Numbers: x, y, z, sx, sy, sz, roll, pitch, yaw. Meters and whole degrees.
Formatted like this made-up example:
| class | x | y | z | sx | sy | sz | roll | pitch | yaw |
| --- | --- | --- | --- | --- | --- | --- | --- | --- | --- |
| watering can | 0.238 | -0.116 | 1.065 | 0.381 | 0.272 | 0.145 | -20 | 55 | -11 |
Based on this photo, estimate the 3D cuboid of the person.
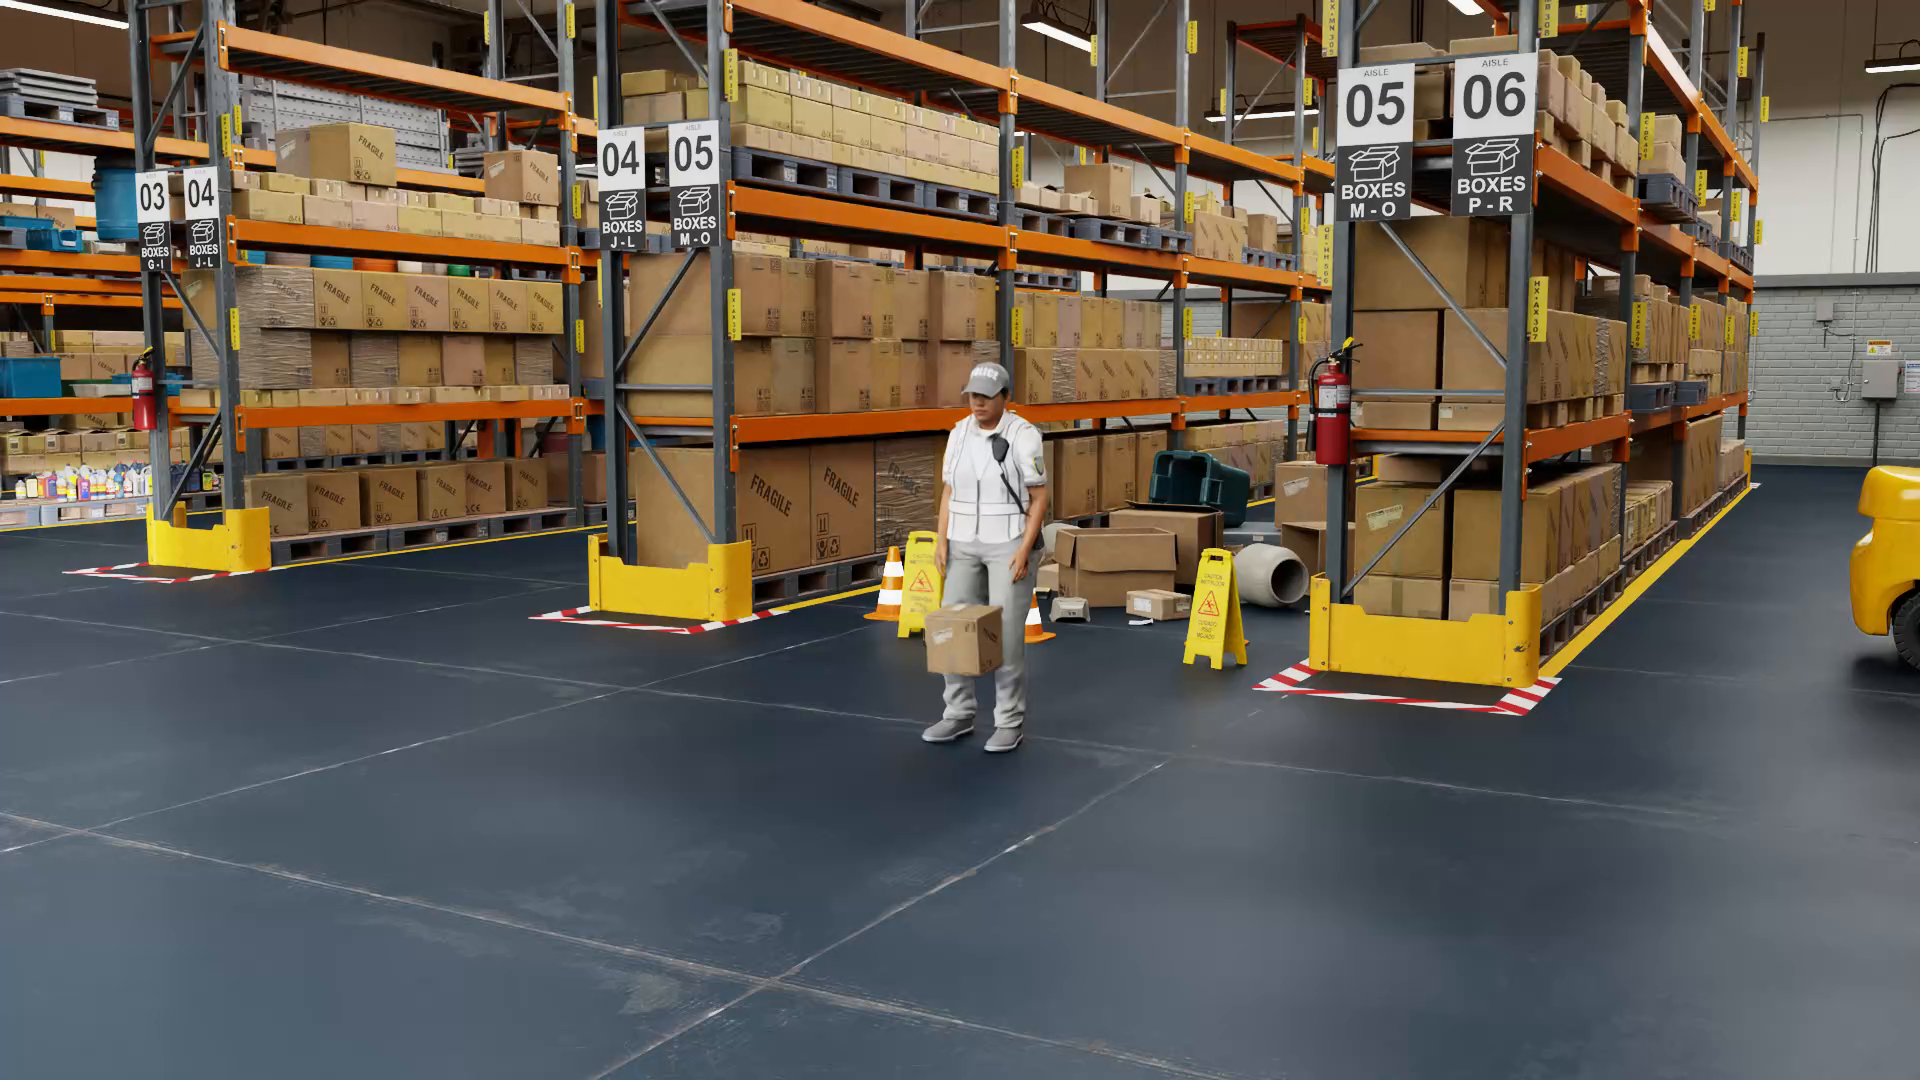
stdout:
| class | x | y | z | sx | sy | sz | roll | pitch | yaw |
| --- | --- | --- | --- | --- | --- | --- | --- | --- | --- |
| person | 0.121 | 0.058 | 7.276 | 0.526 | 1.670 | 0.452 | 3 | 7 | 27 |
